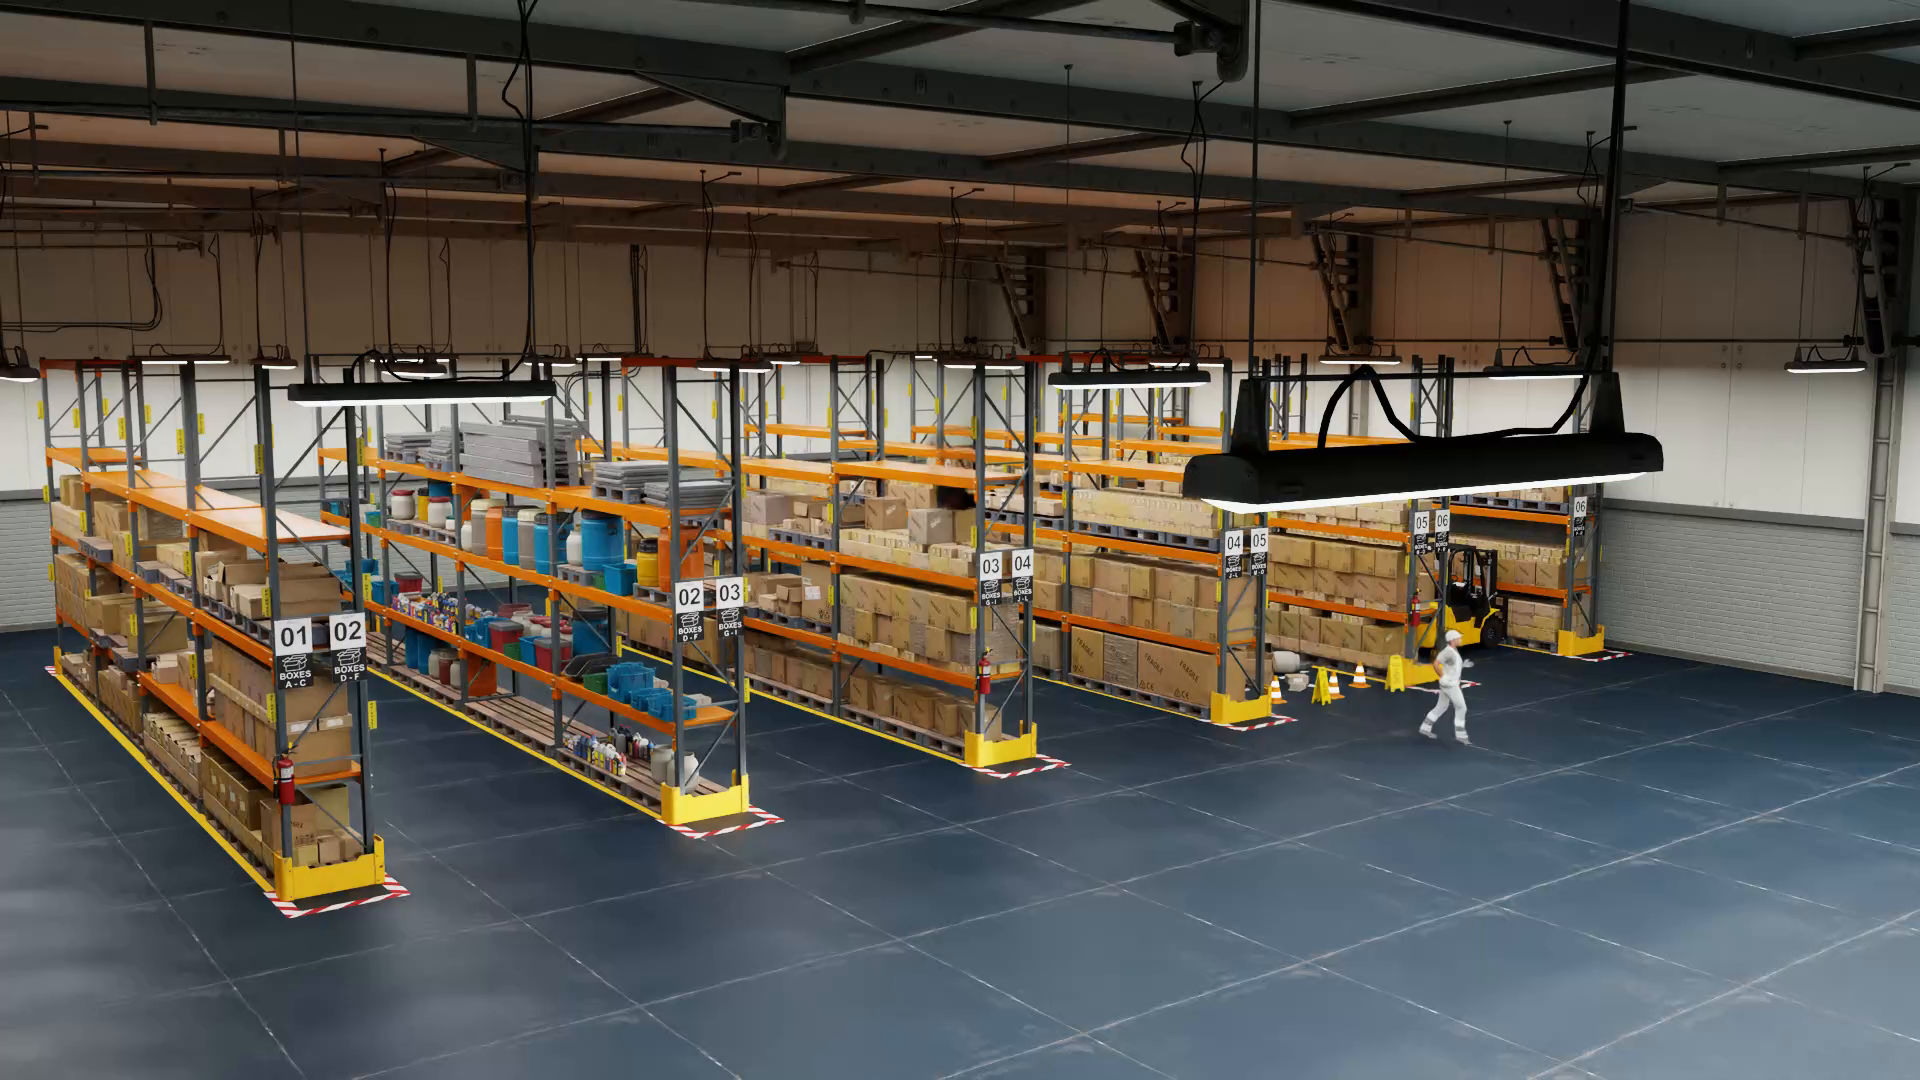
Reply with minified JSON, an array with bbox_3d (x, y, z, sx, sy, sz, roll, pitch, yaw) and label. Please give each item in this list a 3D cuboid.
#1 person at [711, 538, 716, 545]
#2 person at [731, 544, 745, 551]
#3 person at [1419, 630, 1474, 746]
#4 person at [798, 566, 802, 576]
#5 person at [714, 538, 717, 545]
[{"bbox_3d":[-6.181,0.598,41.182,0.771,1.618,0.677,-5,8,-33],"label":"person"},{"bbox_3d":[-5.450,0.508,41.658,0.650,1.778,0.691,5,9,37],"label":"person"},{"bbox_3d":[7.669,2.313,26.142,0.845,1.839,0.623,1,7,11],"label":"person"},{"bbox_3d":[-3.965,0.418,41.896,0.685,1.728,0.937,-7,9,-44],"label":"person"},{"bbox_3d":[-5.712,0.774,39.039,0.707,1.795,0.741,-4,8,-28],"label":"person"}]
